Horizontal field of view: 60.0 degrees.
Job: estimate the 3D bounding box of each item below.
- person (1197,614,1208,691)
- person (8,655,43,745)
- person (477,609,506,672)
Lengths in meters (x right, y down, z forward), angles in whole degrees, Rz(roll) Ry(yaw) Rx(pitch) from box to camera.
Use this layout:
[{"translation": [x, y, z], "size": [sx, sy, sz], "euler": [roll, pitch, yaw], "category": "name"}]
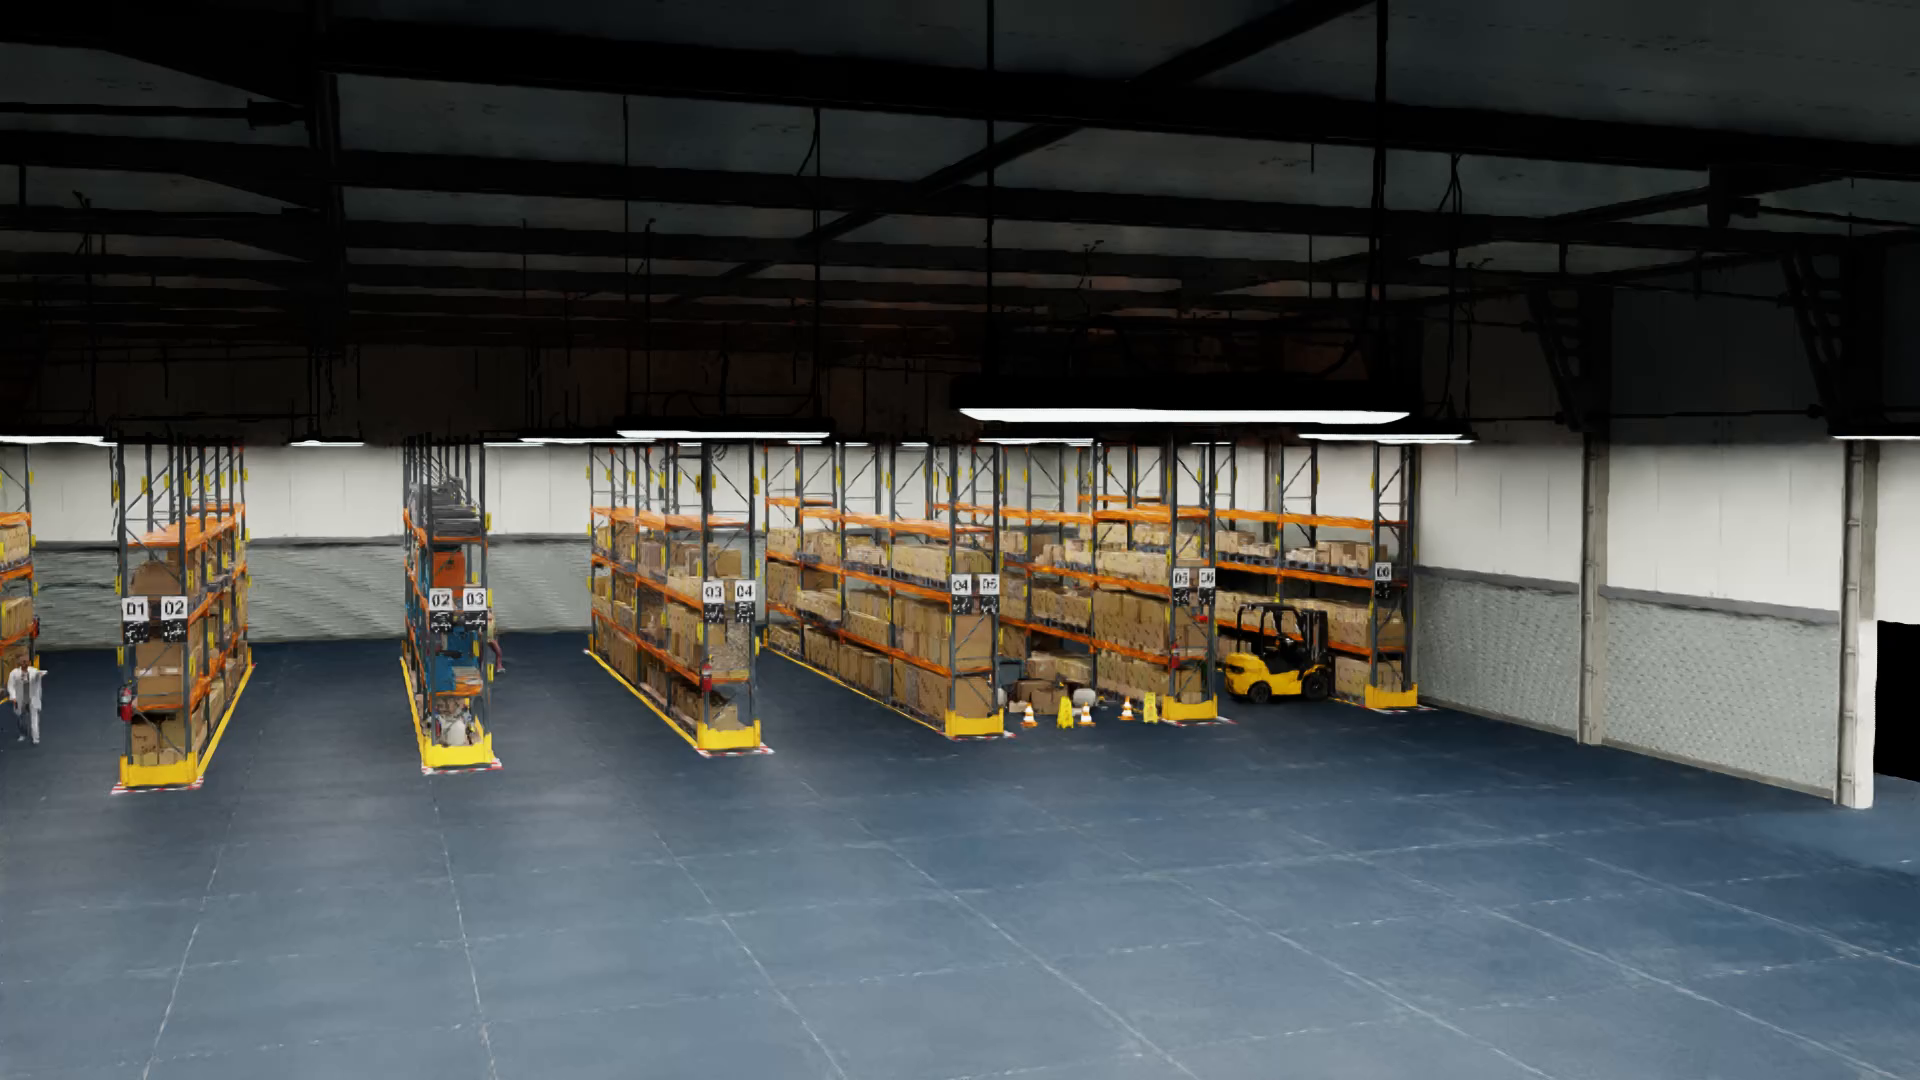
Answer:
[{"translation": [5.667, 2.641, 39.190], "size": [0.494, 1.786, 0.606], "euler": [1, 3, 9], "category": "person"}, {"translation": [-18.006, 3.071, 32.033], "size": [0.580, 1.715, 1.102], "euler": [-2, 4, -28], "category": "person"}, {"translation": [-12.034, 2.559, 42.441], "size": [0.620, 1.600, 0.817], "euler": [-2, 4, -38], "category": "person"}]
